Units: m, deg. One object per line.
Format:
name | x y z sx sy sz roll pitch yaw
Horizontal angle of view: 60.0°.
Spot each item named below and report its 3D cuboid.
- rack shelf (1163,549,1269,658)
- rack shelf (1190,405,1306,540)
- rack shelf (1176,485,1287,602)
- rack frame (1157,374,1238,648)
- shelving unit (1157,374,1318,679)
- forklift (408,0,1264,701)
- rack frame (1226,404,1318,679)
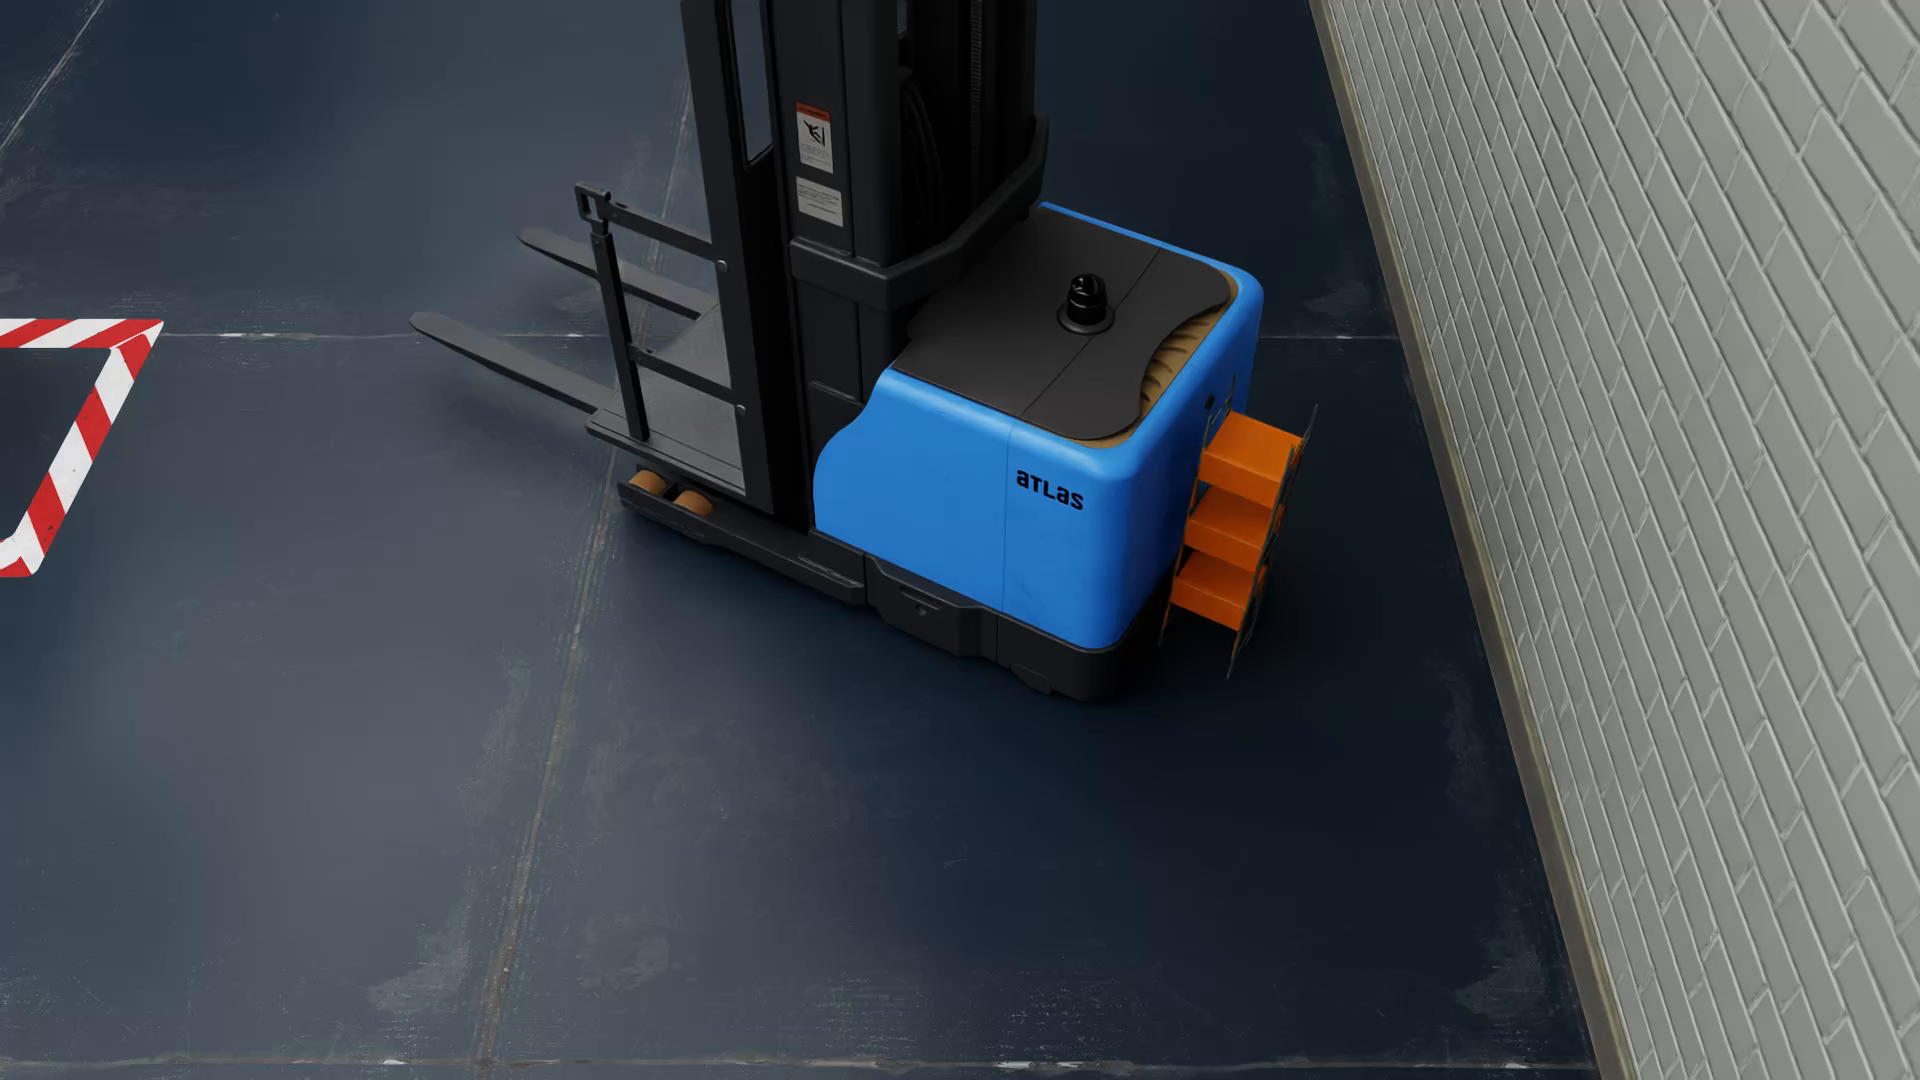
rack shelf | 0.810 0.175 5.254 0.240 0.259 0.215 24 51 16
rack shelf | 0.837 -0.196 4.834 0.240 0.259 0.215 24 51 16
rack shelf | 0.823 -0.008 5.046 0.240 0.259 0.215 24 51 16
rack frame | 0.717 -0.062 5.073 0.008 1.050 0.200 24 51 16
shelving unit | 0.824 -0.015 5.038 0.252 1.050 0.215 24 51 16
forklift | -0.593 -1.312 4.969 3.031 2.935 1.130 23 51 20
rack frame | 0.931 0.032 5.004 0.008 1.050 0.200 24 51 16
